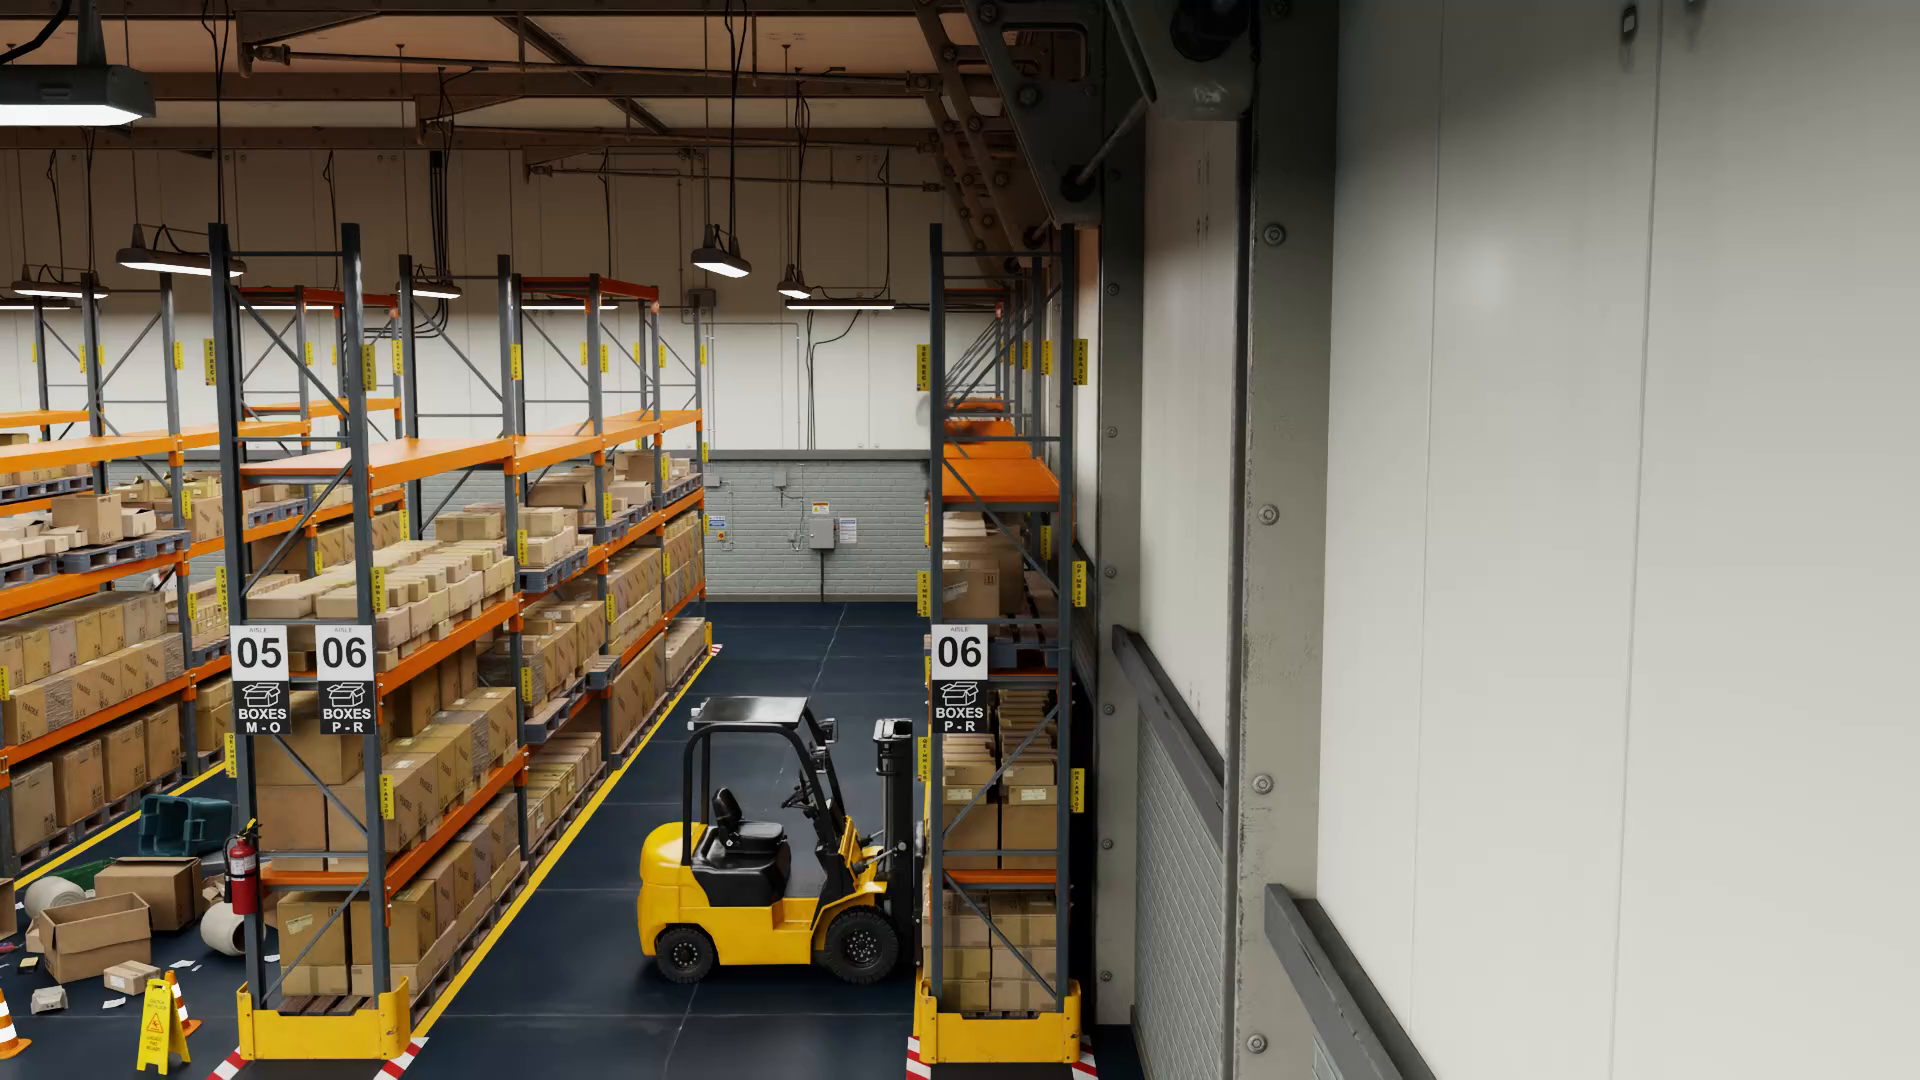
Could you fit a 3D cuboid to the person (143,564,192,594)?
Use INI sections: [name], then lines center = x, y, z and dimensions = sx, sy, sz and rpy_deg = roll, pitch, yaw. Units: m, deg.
[person]
center = -12.924, 1.143, 27.174
dimensions = 0.760, 1.771, 0.868
rpy_deg = -2, 7, -15
